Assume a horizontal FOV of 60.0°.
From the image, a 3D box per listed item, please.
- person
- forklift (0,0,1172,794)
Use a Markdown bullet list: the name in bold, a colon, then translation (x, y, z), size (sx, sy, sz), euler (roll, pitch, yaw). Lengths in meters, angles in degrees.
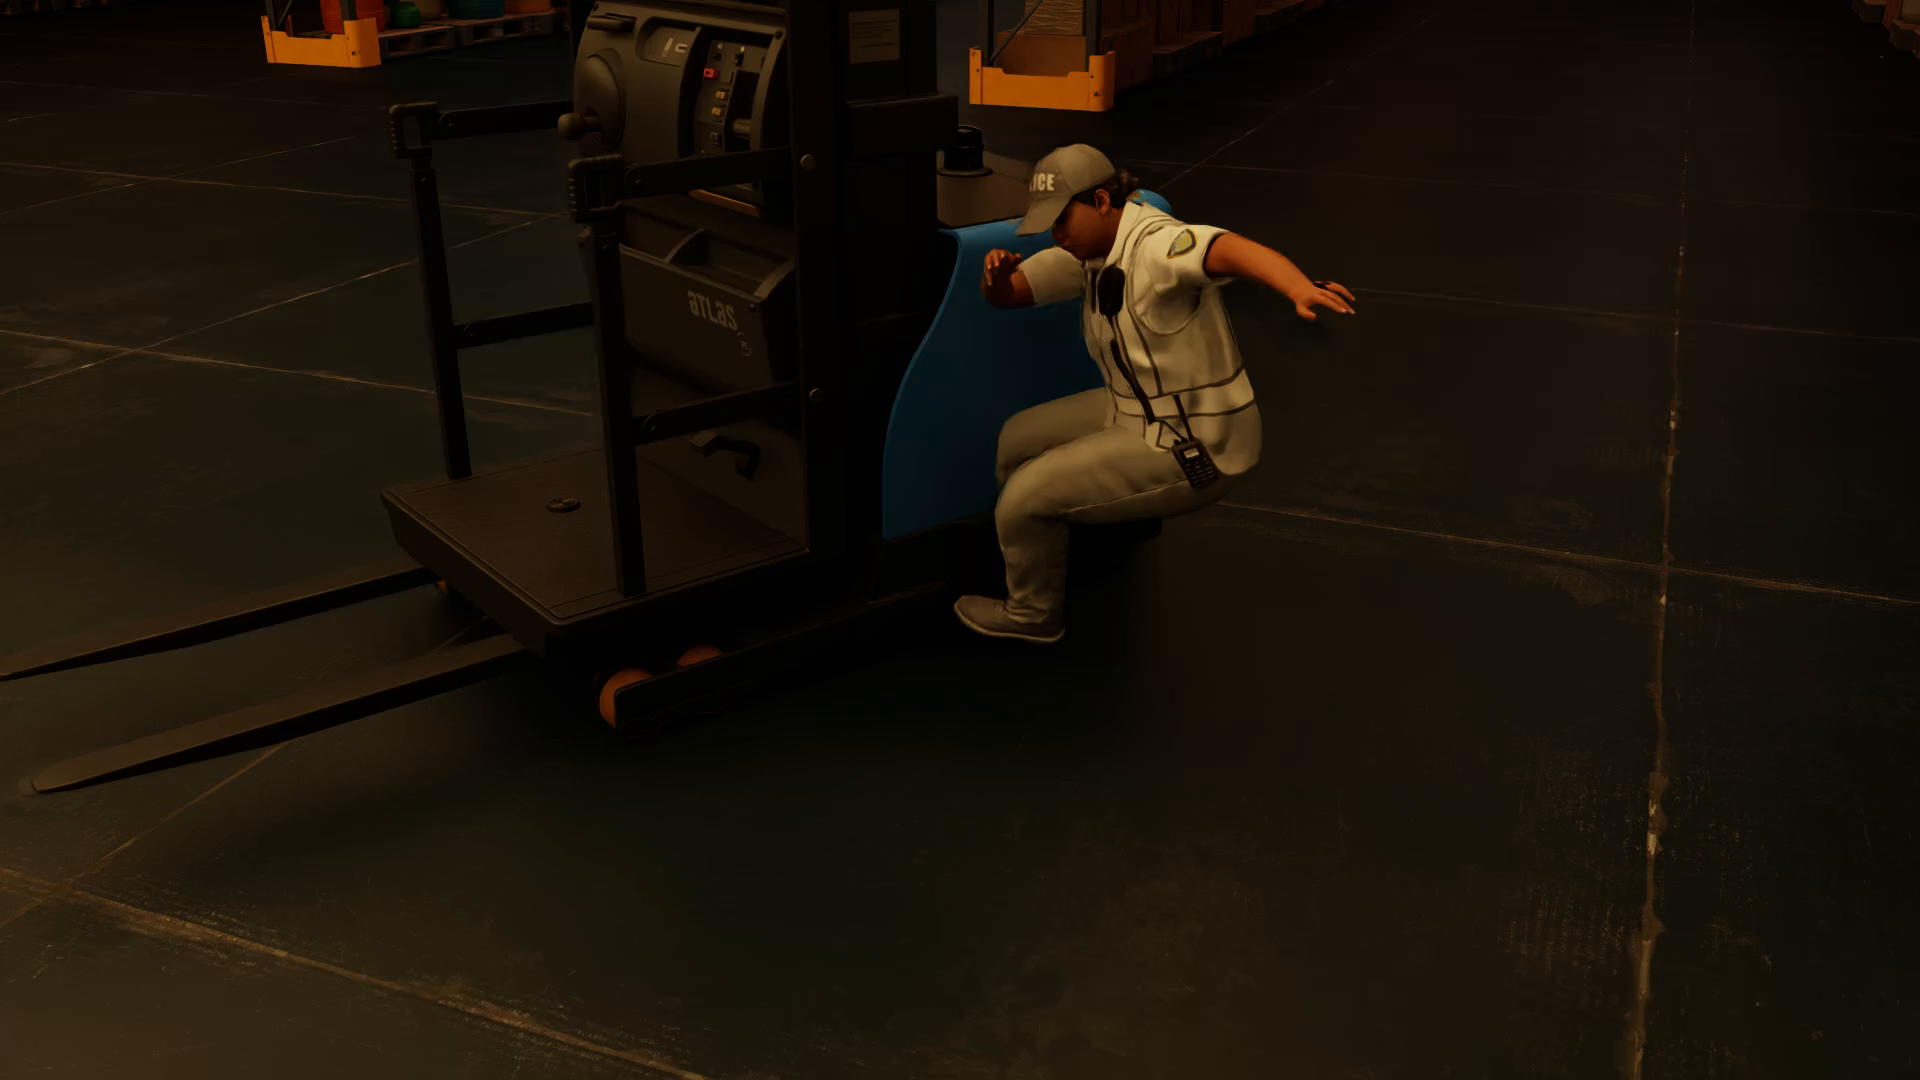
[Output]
- **person**: translation (0.389, -0.245, 3.999), size (0.717, 1.352, 1.330), euler (-5, 23, -11)
- **forklift**: translation (-0.863, -1.109, 3.945), size (3.031, 2.935, 1.130), euler (-17, 28, -35)
